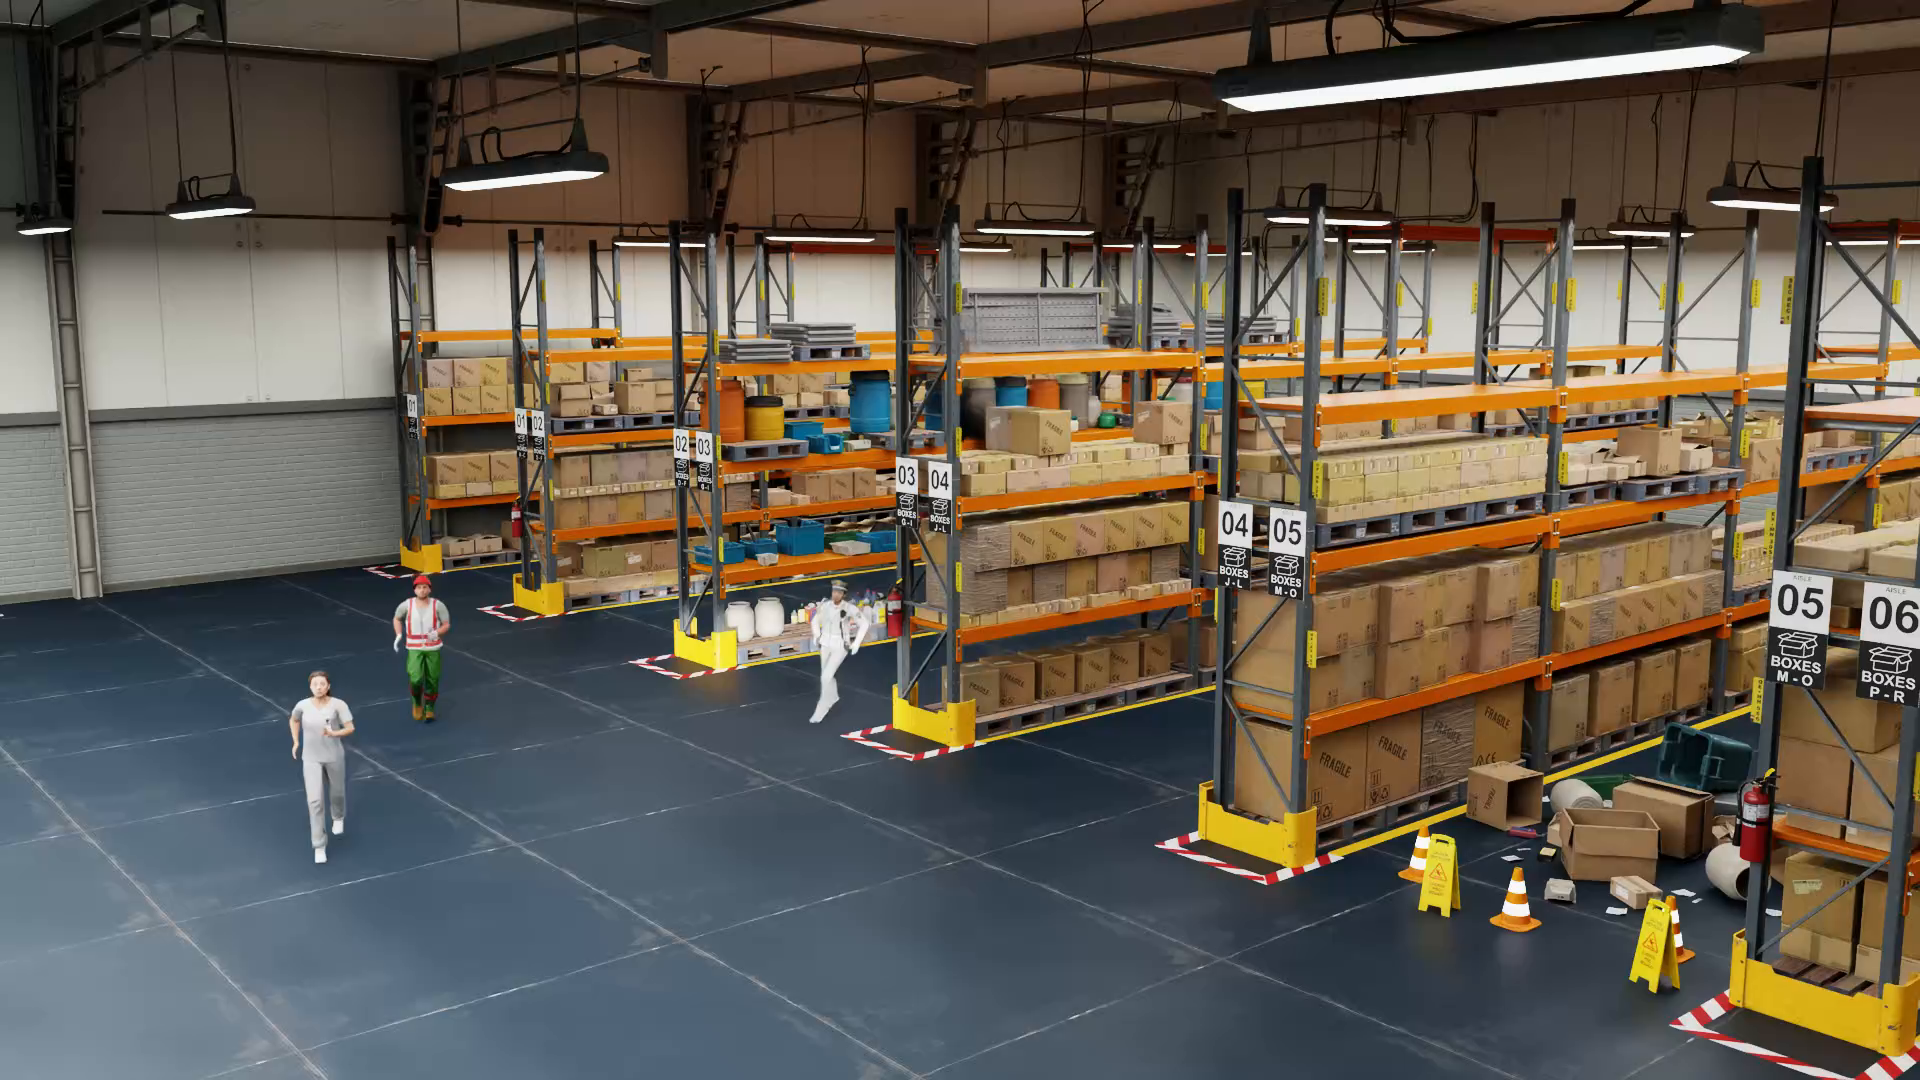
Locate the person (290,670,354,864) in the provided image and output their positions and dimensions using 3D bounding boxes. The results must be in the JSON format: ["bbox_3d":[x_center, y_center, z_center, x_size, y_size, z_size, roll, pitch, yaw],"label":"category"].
[{"bbox_3d":[-5.802,2.002,15.160,0.563,1.659,0.964,-3,9,-17],"label":"person"}]

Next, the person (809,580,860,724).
[{"bbox_3d":[-1.500,1.308,19.855,0.633,1.713,0.738,5,10,29],"label":"person"}]

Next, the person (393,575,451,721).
[{"bbox_3d":[-6.312,1.289,19.556,0.646,1.743,0.649,-3,9,-19],"label":"person"}]
